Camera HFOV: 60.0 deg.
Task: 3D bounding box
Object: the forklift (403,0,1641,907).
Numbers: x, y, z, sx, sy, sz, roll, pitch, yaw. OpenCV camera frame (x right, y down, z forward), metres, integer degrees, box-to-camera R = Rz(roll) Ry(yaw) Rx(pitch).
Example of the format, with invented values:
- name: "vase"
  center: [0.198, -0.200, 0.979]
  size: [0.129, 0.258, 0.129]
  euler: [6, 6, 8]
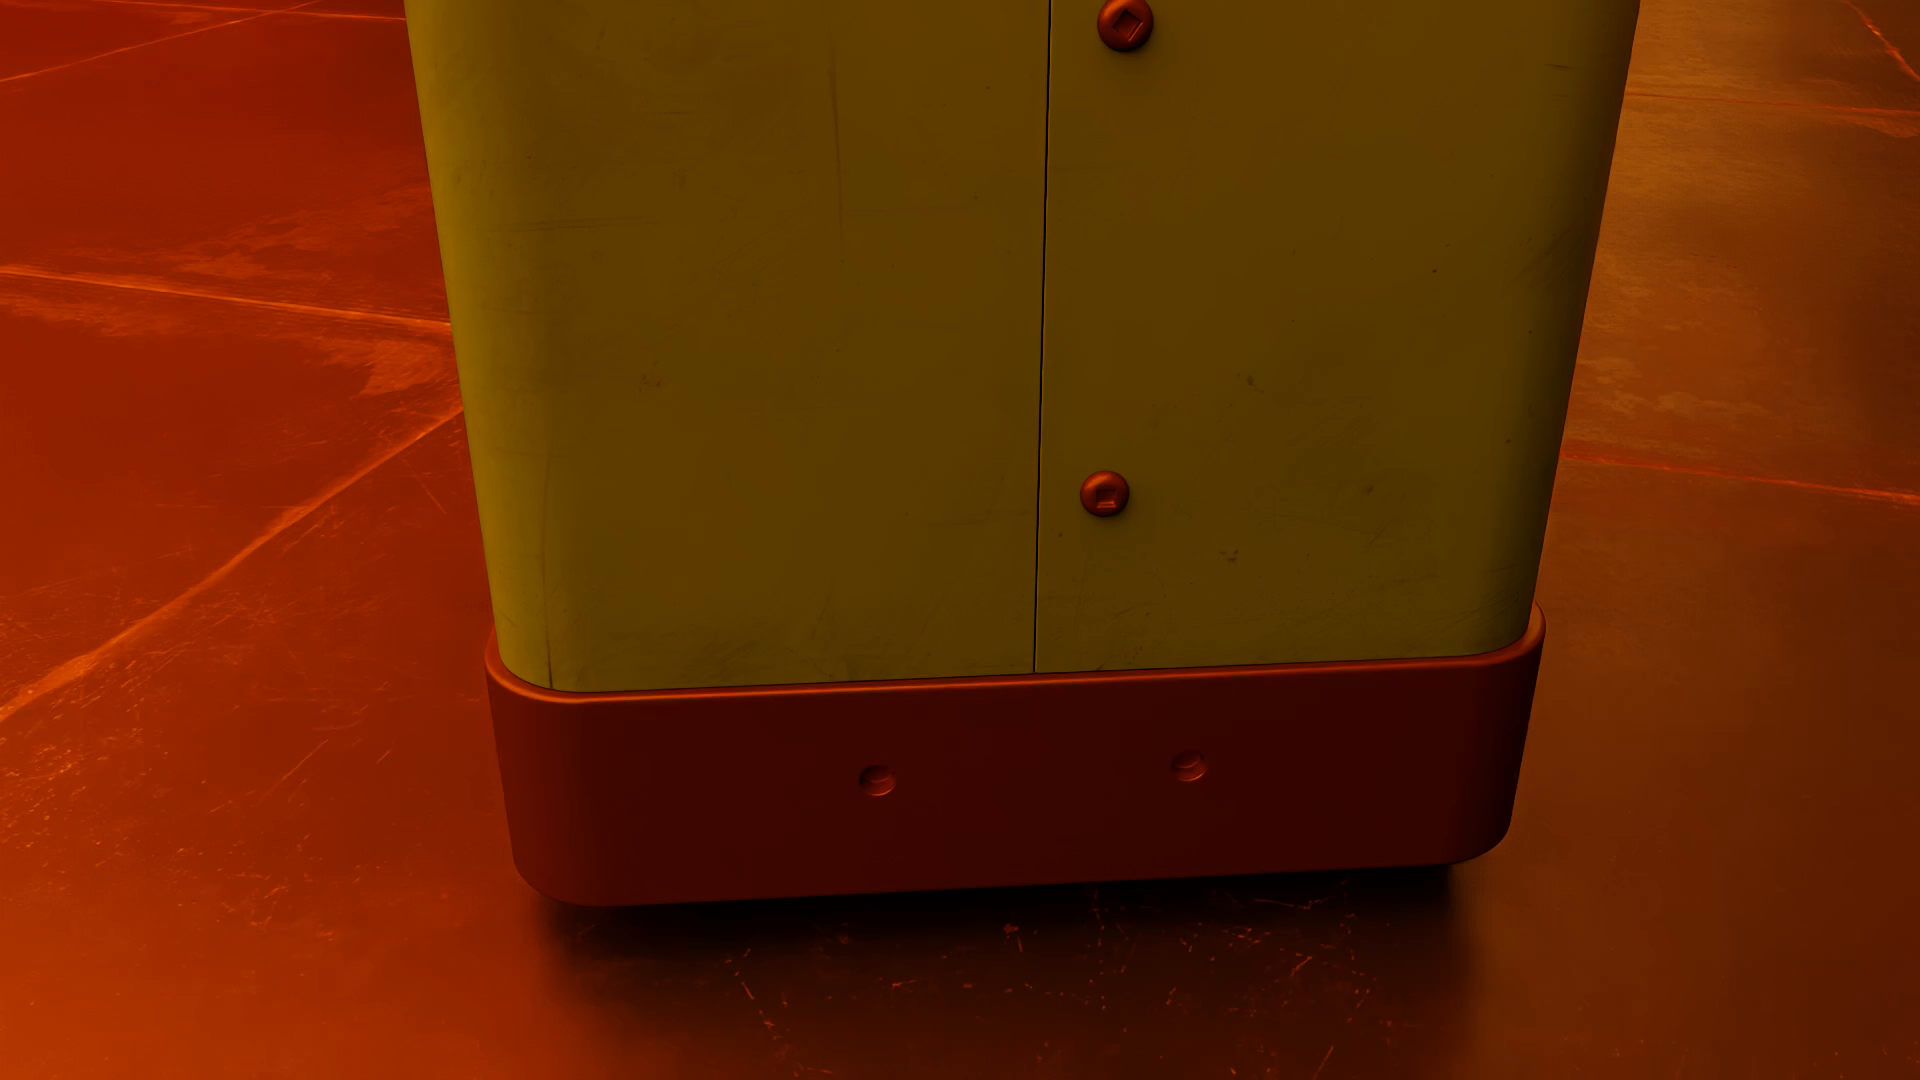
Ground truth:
- name: "forklift"
  center: [-0.048, -1.581, 2.374]
  size: [1.130, 2.935, 3.031]
  euler: [-2, 27, -4]
